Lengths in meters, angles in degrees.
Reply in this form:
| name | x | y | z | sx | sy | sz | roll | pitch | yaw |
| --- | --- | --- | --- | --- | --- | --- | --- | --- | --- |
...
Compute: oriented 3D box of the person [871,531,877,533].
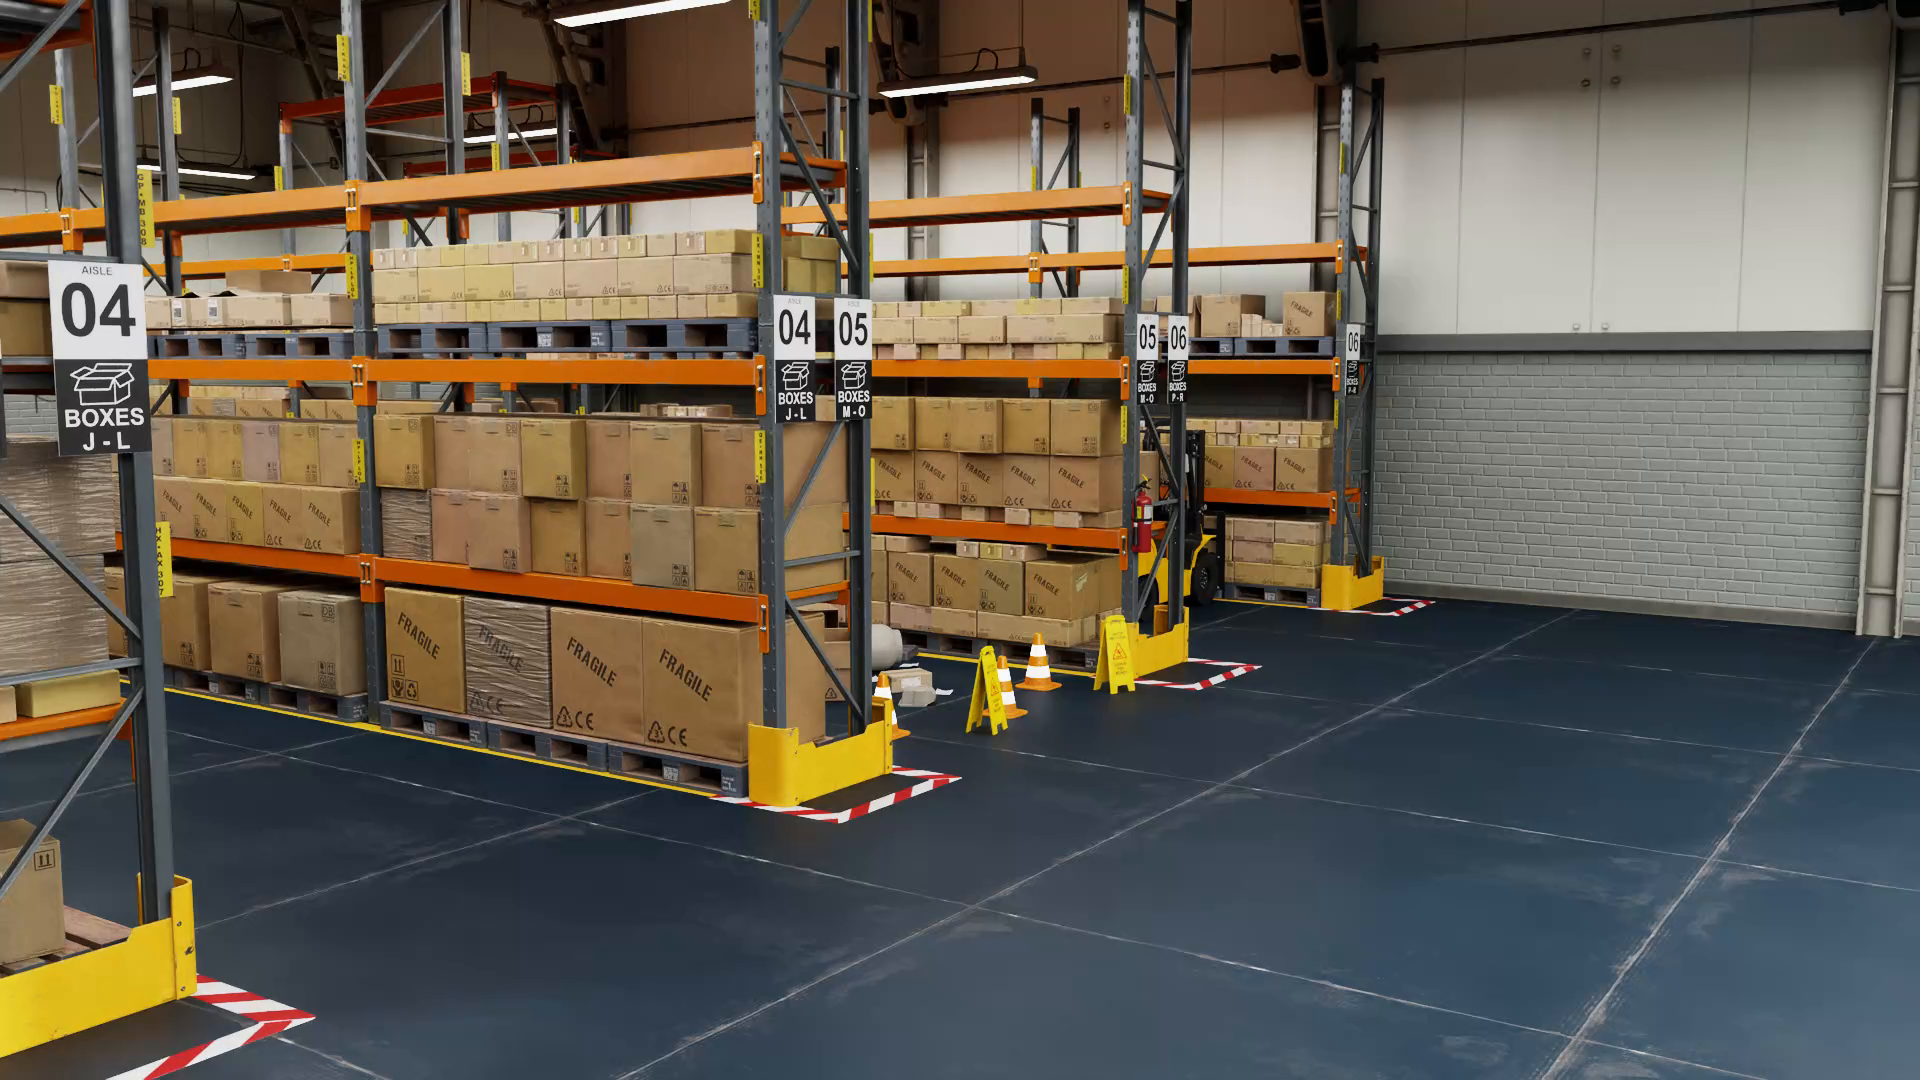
| name | x | y | z | sx | sy | sz | roll | pitch | yaw |
| --- | --- | --- | --- | --- | --- | --- | --- | --- | --- |
| person | -0.742 | 0.267 | 18.537 | 0.865 | 1.081 | 0.617 | 4 | 7 | 30 |
